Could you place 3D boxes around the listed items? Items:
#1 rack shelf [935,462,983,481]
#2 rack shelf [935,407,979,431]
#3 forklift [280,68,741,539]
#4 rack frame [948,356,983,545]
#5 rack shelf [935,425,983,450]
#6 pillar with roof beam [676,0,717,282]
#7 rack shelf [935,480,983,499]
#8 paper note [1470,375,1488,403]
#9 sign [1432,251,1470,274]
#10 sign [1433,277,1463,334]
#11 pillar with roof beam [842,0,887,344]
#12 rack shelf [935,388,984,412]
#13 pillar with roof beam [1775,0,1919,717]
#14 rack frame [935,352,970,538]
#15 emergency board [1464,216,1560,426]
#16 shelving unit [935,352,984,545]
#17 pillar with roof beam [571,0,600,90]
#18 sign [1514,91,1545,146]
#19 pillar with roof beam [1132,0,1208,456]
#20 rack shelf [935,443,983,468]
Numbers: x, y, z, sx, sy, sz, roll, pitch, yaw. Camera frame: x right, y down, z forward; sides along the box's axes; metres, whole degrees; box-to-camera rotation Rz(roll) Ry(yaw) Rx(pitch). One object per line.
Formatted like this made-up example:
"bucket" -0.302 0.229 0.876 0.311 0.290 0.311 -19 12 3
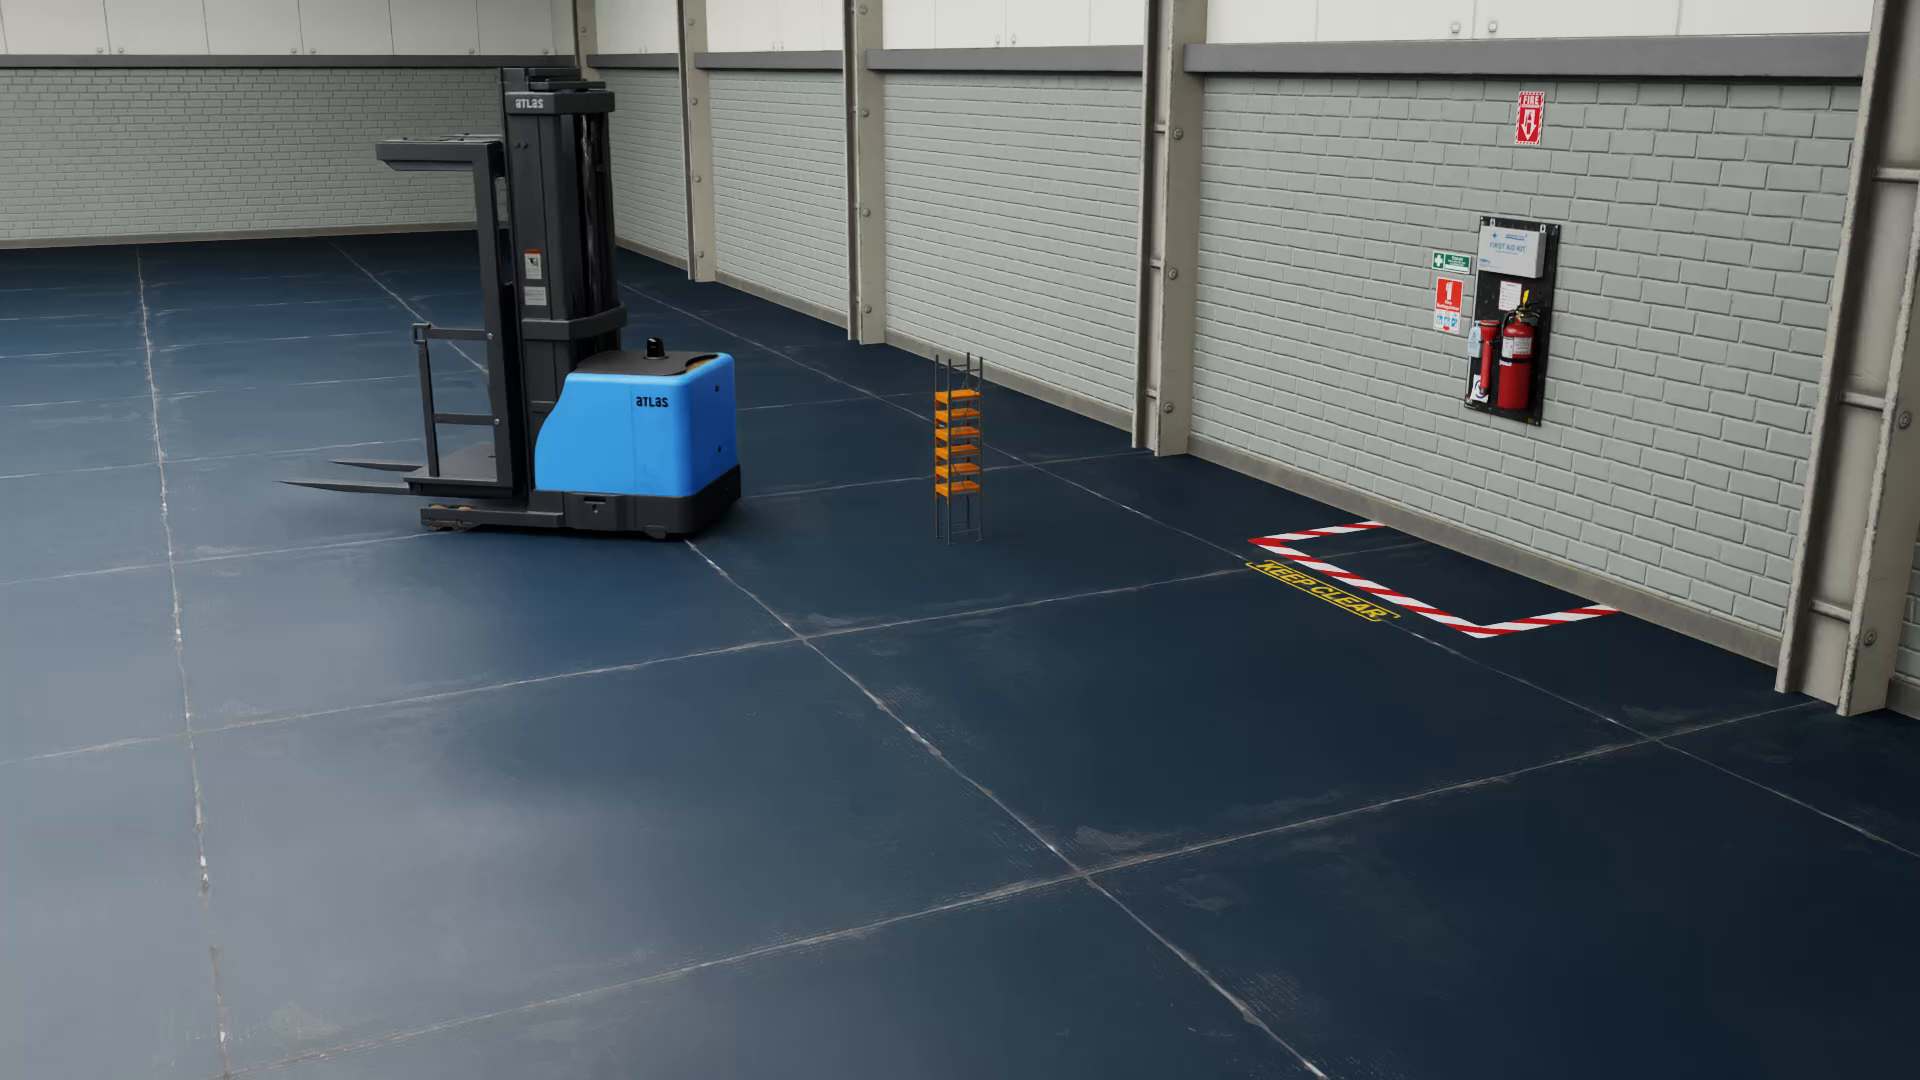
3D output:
"rack shelf" -0.006 -0.422 10.643 0.258 0.103 0.180 -8 18 -25
"rack shelf" -0.006 -0.768 10.544 0.258 0.103 0.180 -8 18 -25
"forklift" -3.087 -1.601 11.014 3.031 2.935 1.130 3 16 11
"rack frame" 0.034 -0.558 10.519 0.240 1.200 0.006 -8 18 -25
"rack shelf" -0.006 -0.653 10.577 0.258 0.103 0.180 -8 18 -25
"pillar with roof beam" -7.524 -7.502 20.579 9.100 9.000 0.400 -8 18 -25
"rack shelf" -0.006 -0.307 10.676 0.258 0.103 0.180 -8 18 -25
"paper note" 3.167 -0.921 10.121 0.016 0.148 0.142 -8 18 -25
"sign" 3.027 -1.712 10.253 0.001 0.109 0.331 -8 18 -25
"sign" 3.033 -1.459 10.333 0.001 0.329 0.234 -8 18 -25
"pillar with roof beam" -4.896 -6.014 15.394 9.100 9.000 0.400 -8 18 -25
"rack shelf" -0.006 -0.884 10.511 0.258 0.103 0.180 -8 18 -25
"pillar with roof beam" 0.361 -3.039 5.026 9.100 9.000 0.400 -8 18 -25
"rack frame" -0.046 -0.603 10.677 0.240 1.200 0.006 -8 18 -25
"emergency board" 3.183 -1.293 9.817 0.194 1.169 0.643 -8 18 -25
"shelving unit" -0.006 -0.580 10.598 0.258 1.200 0.189 -8 18 -25
"pillar with roof beam" -10.153 -8.990 25.763 9.100 9.000 0.400 -8 18 -25
"sign" 3.269 -2.421 9.546 0.001 0.298 0.199 -8 18 -25
"pillar with roof beam" -2.267 -4.526 10.210 9.100 9.000 0.400 -8 18 -25
"rack shelf" -0.006 -0.538 10.610 0.258 0.103 0.180 -8 18 -25
